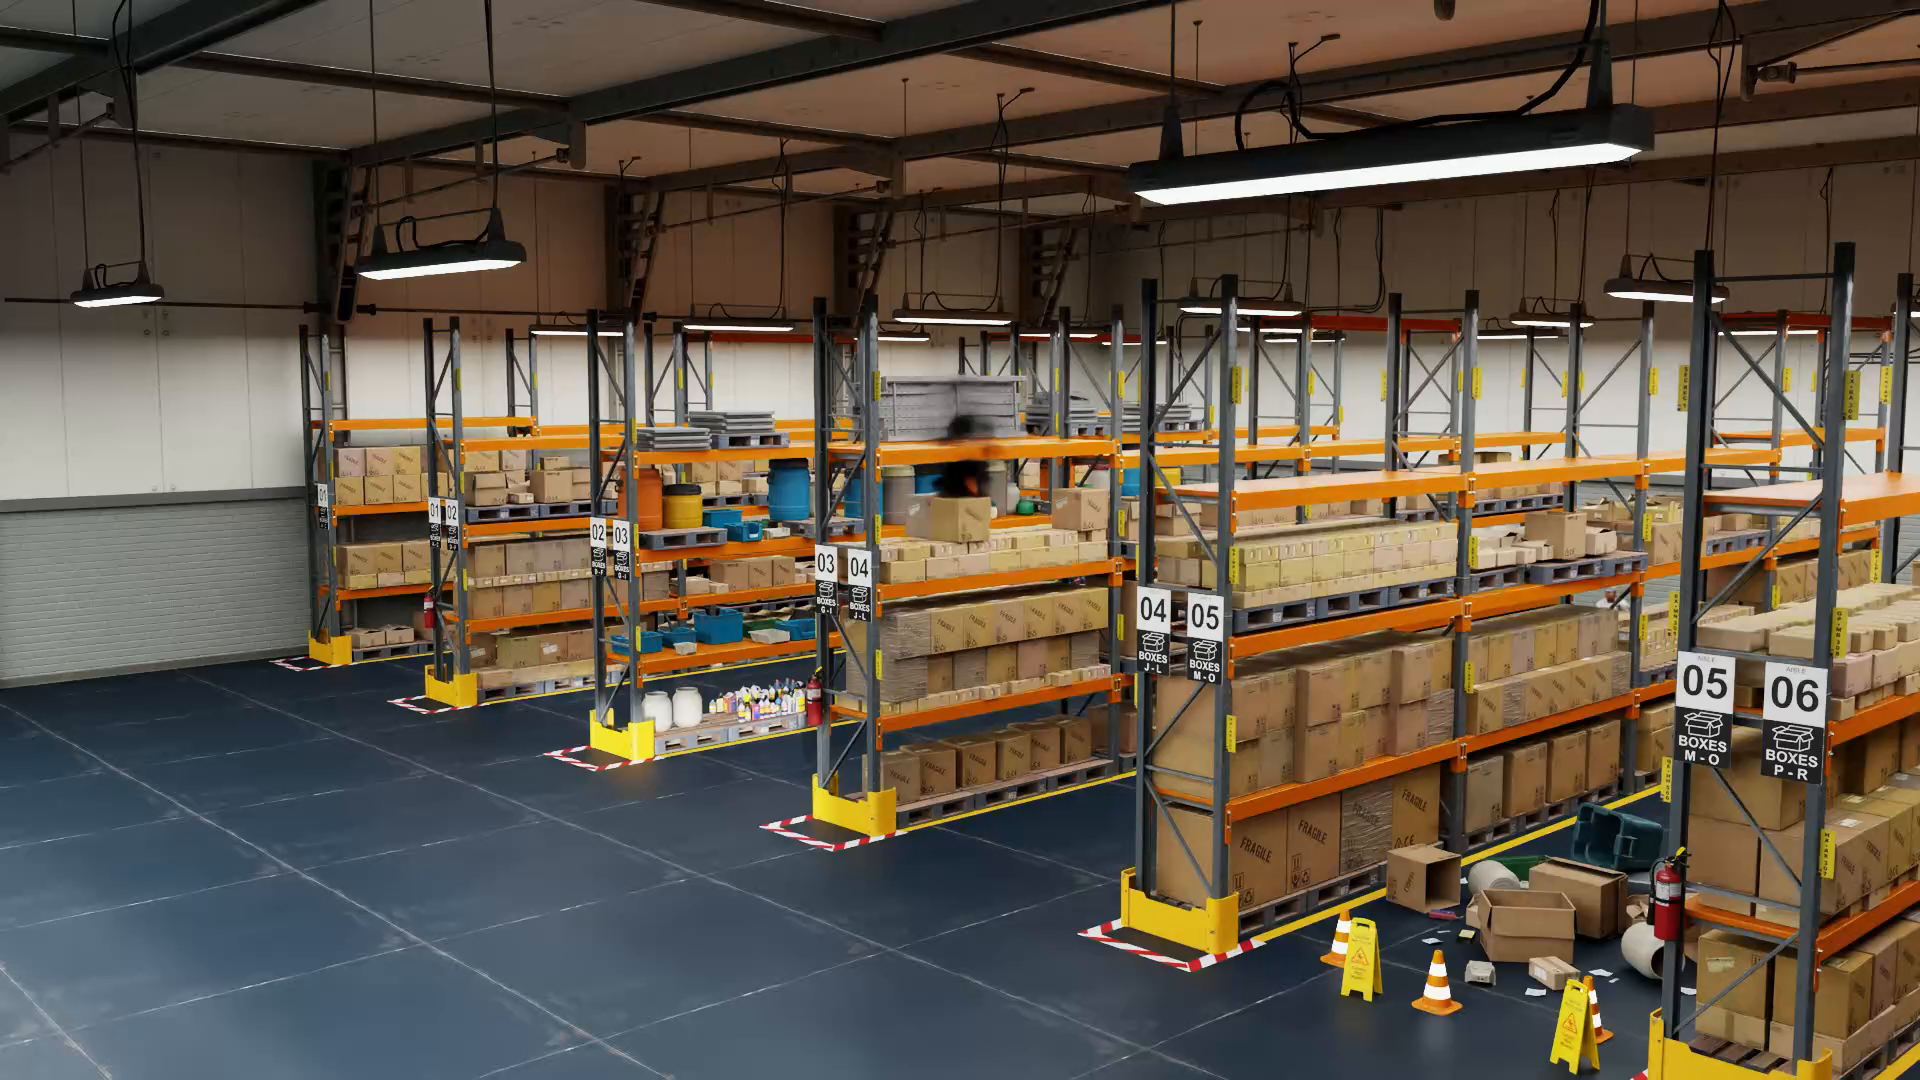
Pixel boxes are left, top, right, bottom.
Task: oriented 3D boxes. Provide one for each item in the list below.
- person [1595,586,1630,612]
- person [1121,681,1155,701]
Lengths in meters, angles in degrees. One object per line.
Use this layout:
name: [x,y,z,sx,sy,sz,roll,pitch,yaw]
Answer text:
person: [10.810,1.565,27.619,0.623,1.652,0.625,3,7,28]
person: [2.652,1.768,25.500,0.715,1.653,0.812,5,7,40]
